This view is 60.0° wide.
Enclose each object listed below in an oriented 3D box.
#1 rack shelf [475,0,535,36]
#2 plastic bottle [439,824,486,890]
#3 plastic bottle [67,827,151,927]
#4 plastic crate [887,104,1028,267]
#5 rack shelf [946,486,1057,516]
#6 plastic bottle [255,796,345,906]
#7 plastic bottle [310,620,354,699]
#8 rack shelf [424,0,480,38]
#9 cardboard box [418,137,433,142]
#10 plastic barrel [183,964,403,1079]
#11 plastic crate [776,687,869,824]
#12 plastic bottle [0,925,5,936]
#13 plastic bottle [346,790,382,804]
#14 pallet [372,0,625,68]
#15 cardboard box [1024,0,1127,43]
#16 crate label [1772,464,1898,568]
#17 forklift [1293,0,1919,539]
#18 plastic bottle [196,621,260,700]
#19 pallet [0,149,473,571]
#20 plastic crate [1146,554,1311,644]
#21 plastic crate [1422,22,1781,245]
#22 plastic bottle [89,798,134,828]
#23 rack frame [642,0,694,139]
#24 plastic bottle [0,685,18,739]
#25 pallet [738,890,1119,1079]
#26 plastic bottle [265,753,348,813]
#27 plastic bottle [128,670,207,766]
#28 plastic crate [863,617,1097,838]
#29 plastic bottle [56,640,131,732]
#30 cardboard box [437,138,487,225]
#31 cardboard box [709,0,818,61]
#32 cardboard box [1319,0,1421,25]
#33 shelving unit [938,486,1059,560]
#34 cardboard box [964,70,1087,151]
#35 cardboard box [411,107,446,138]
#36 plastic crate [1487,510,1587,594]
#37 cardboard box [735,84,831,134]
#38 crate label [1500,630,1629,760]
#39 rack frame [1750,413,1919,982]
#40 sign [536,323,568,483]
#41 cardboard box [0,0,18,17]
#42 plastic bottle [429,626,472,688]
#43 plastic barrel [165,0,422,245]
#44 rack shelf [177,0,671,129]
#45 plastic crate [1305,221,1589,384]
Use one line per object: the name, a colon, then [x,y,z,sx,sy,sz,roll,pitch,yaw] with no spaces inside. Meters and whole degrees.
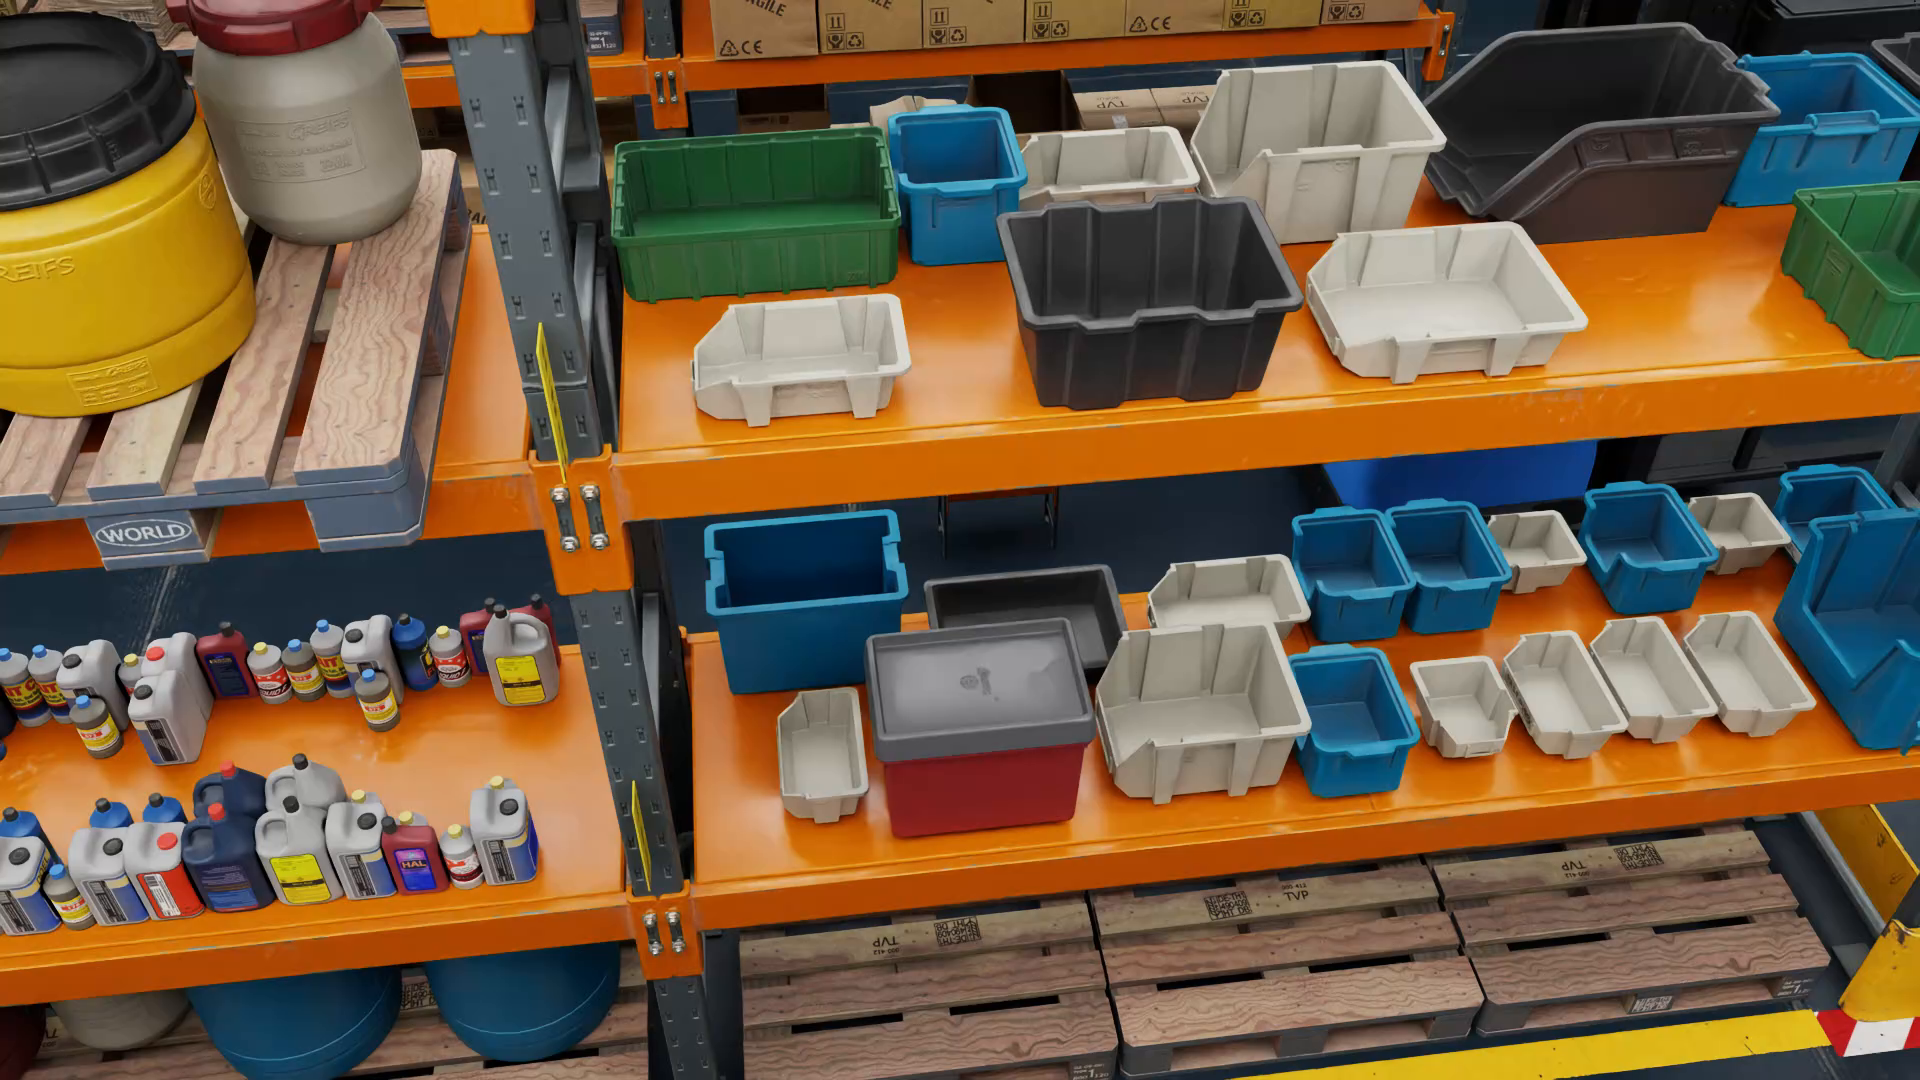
rack shelf: [1.112,-1.501,3.246,4.000,0.370,1.077,-5,42,-6]
plastic bottle: [-1.332,0.836,4.447,0.097,0.201,0.097,0,42,0]
plastic bottle: [-2.216,0.867,4.357,0.135,0.276,0.152,-5,42,-6]
plastic crate: [-0.010,-0.858,4.062,0.300,0.233,0.416,-5,42,-6]
rack shelf: [0.164,-0.263,7.257,0.480,0.148,0.258,-5,42,-6]
plastic bottle: [-1.740,0.801,4.375,0.185,0.351,0.144,-5,42,-6]
plastic bottle: [-1.861,0.344,4.940,0.097,0.271,0.097,0,42,0]
rack shelf: [-2.854,-1.153,2.861,4.000,0.370,1.077,-5,42,-6]
cardboard box: [-3.045,-2.068,9.056,0.500,0.500,0.500,-5,42,-5]
plastic barrel: [-2.115,1.206,5.142,0.708,0.901,0.600,-5,42,-6]
plastic crate: [-0.391,0.615,4.695,0.243,0.136,0.396,-5,42,-6]
plastic bottle: [-2.557,0.943,4.328,0.097,0.201,0.097,0,42,0]
plastic bottle: [-1.617,0.758,4.533,0.097,0.201,0.097,0,42,0]
pallet: [-2.316,-2.737,8.403,1.213,0.211,1.003,-5,42,-6]
cardboard box: [0.539,-2.839,8.298,0.500,0.500,0.500,-6,42,-6]
crate label: [2.807,-0.019,5.327,0.303,0.233,0.416,-5,42,-6]
forklift: [3.069,-1.436,6.869,3.031,2.935,1.130,-6,42,-7]
plastic bottle: [-2.171,0.354,4.920,0.133,0.283,0.061,-5,42,-6]
pallet: [-1.636,-0.426,3.599,1.003,0.211,1.213,-5,42,-6]
plastic crate: [0.816,0.210,5.145,0.466,0.136,0.293,-5,42,-6]
plastic crate: [1.544,-1.003,4.144,0.767,0.338,0.504,-5,42,-6]
plastic bottle: [-2.251,0.788,4.448,0.097,0.271,0.097,0,42,0]
rack frame: [-1.510,-2.805,8.335,0.127,3.000,1.000,-5,42,-6]
plastic bottle: [-2.880,0.419,4.797,0.185,0.351,0.144,-5,42,-6]
pallet: [-0.147,1.431,5.721,1.213,0.211,1.003,-5,42,-6]
plastic bottle: [-1.759,0.705,4.481,0.185,0.351,0.144,-5,42,-6]
plastic bottle: [-2.278,0.500,4.764,0.135,0.276,0.152,-5,42,-6]
plastic crate: [0.047,0.528,4.547,0.583,0.464,0.402,-5,42,-6]
plastic bottle: [-2.528,0.419,4.854,0.135,0.276,0.152,-5,42,-6]
cardboard box: [-2.453,-1.769,8.725,0.500,0.500,0.500,-5,42,-5]
cardboard box: [-0.969,-2.705,8.150,0.500,0.500,0.500,-4,42,-4]
cardboard box: [2.048,-2.970,8.443,0.500,0.500,0.500,-4,42,-4]
shelving unit: [0.164,-0.460,7.079,0.503,1.200,0.258,-5,42,-6]
cardboard box: [0.352,-2.208,9.209,0.637,0.503,0.797,-5,42,-6]
cardboard box: [-3.013,-2.351,8.810,0.500,0.250,0.500,-5,42,-5]
plastic crate: [1.806,0.048,5.324,0.298,0.136,0.250,-5,42,-6]
cardboard box: [-0.982,-2.278,9.289,0.500,0.500,0.500,-5,42,-6]
crate label: [1.748,0.461,4.867,0.243,0.136,0.396,-5,42,-6]
rack frame: [3.095,0.138,5.073,0.127,3.000,1.000,-5,42,-6]
sign: [-0.802,-0.266,3.275,0.005,0.325,0.100,-5,42,-6]
cardboard box: [-4.866,-2.780,7.920,0.500,0.500,0.700,-19,45,-20]
plastic bottle: [-1.534,0.341,4.996,0.097,0.201,0.097,0,42,0]
plastic barrel: [-1.426,-0.956,3.631,0.433,0.535,0.433,0,42,0]
rack shelf: [-3.493,-2.364,8.384,4.000,0.370,1.077,-5,42,-6]
plastic crate: [1.078,-0.534,3.775,0.530,0.136,0.437,-5,42,-6]
